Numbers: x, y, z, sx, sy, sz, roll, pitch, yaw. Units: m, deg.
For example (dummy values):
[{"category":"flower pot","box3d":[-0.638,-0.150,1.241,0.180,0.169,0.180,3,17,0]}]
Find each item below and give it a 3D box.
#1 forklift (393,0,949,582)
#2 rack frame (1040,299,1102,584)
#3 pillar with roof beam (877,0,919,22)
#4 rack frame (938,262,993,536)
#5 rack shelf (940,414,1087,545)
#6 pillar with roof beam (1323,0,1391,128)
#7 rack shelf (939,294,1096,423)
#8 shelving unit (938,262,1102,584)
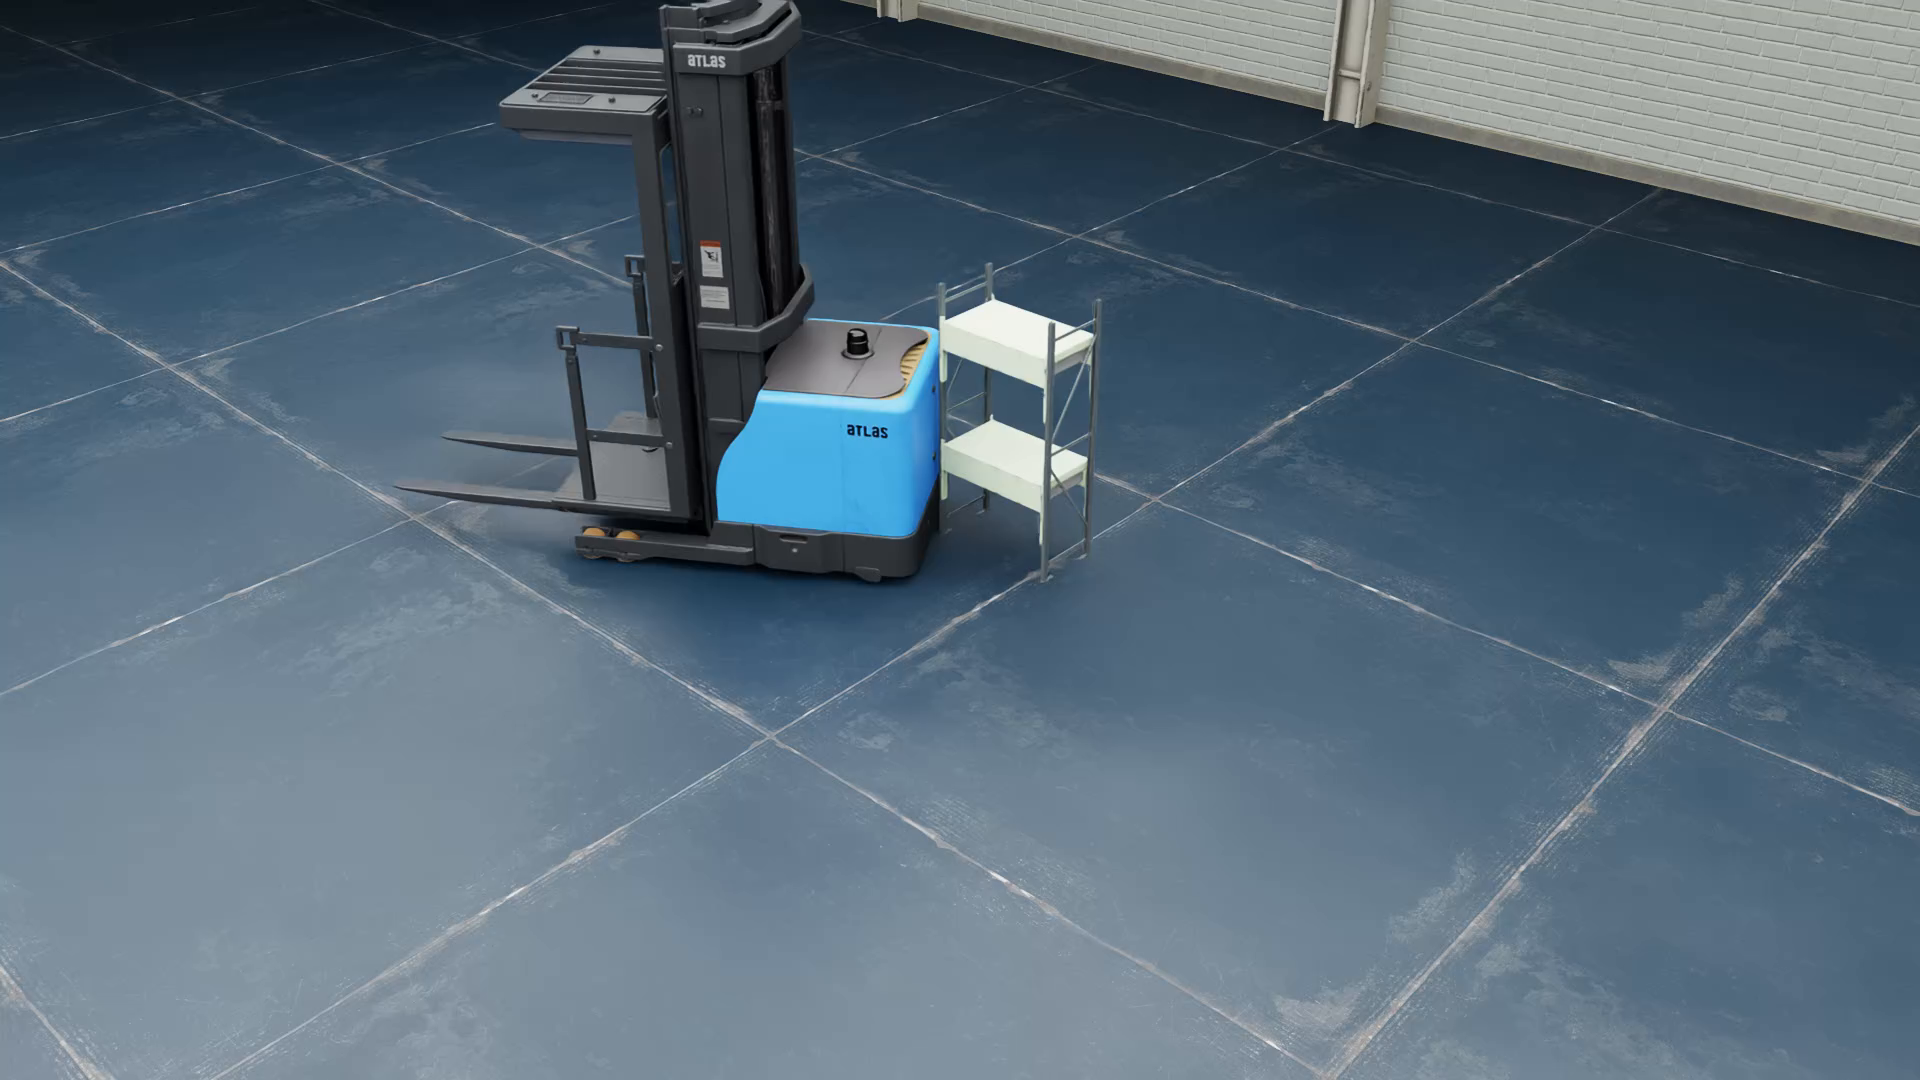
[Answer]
[{"category":"forklift","box3d":[-1.633,-1.395,8.726,3.031,2.935,1.130,5,31,9]},{"category":"rack frame","box3d":[0.571,-0.488,8.607,0.023,1.500,0.400,25,39,35]},{"category":"pillar with roof beam","box3d":[-3.609,-8.304,14.319,0.400,9.000,9.100,25,39,35]},{"category":"rack frame","box3d":[0.029,-0.742,9.029,0.023,1.500,0.400,25,39,35]},{"category":"rack shelf","box3d":[0.300,-0.336,8.986,0.720,0.370,0.431,25,39,35]},{"category":"pillar with roof beam","box3d":[0.840,-6.227,10.869,0.400,9.000,9.100,25,39,35]},{"category":"rack shelf","box3d":[0.300,-0.950,8.616,0.720,0.370,0.431,25,39,35]},{"category":"shelving unit","box3d":[0.300,-0.615,8.818,0.755,1.500,0.431,25,39,35]}]
